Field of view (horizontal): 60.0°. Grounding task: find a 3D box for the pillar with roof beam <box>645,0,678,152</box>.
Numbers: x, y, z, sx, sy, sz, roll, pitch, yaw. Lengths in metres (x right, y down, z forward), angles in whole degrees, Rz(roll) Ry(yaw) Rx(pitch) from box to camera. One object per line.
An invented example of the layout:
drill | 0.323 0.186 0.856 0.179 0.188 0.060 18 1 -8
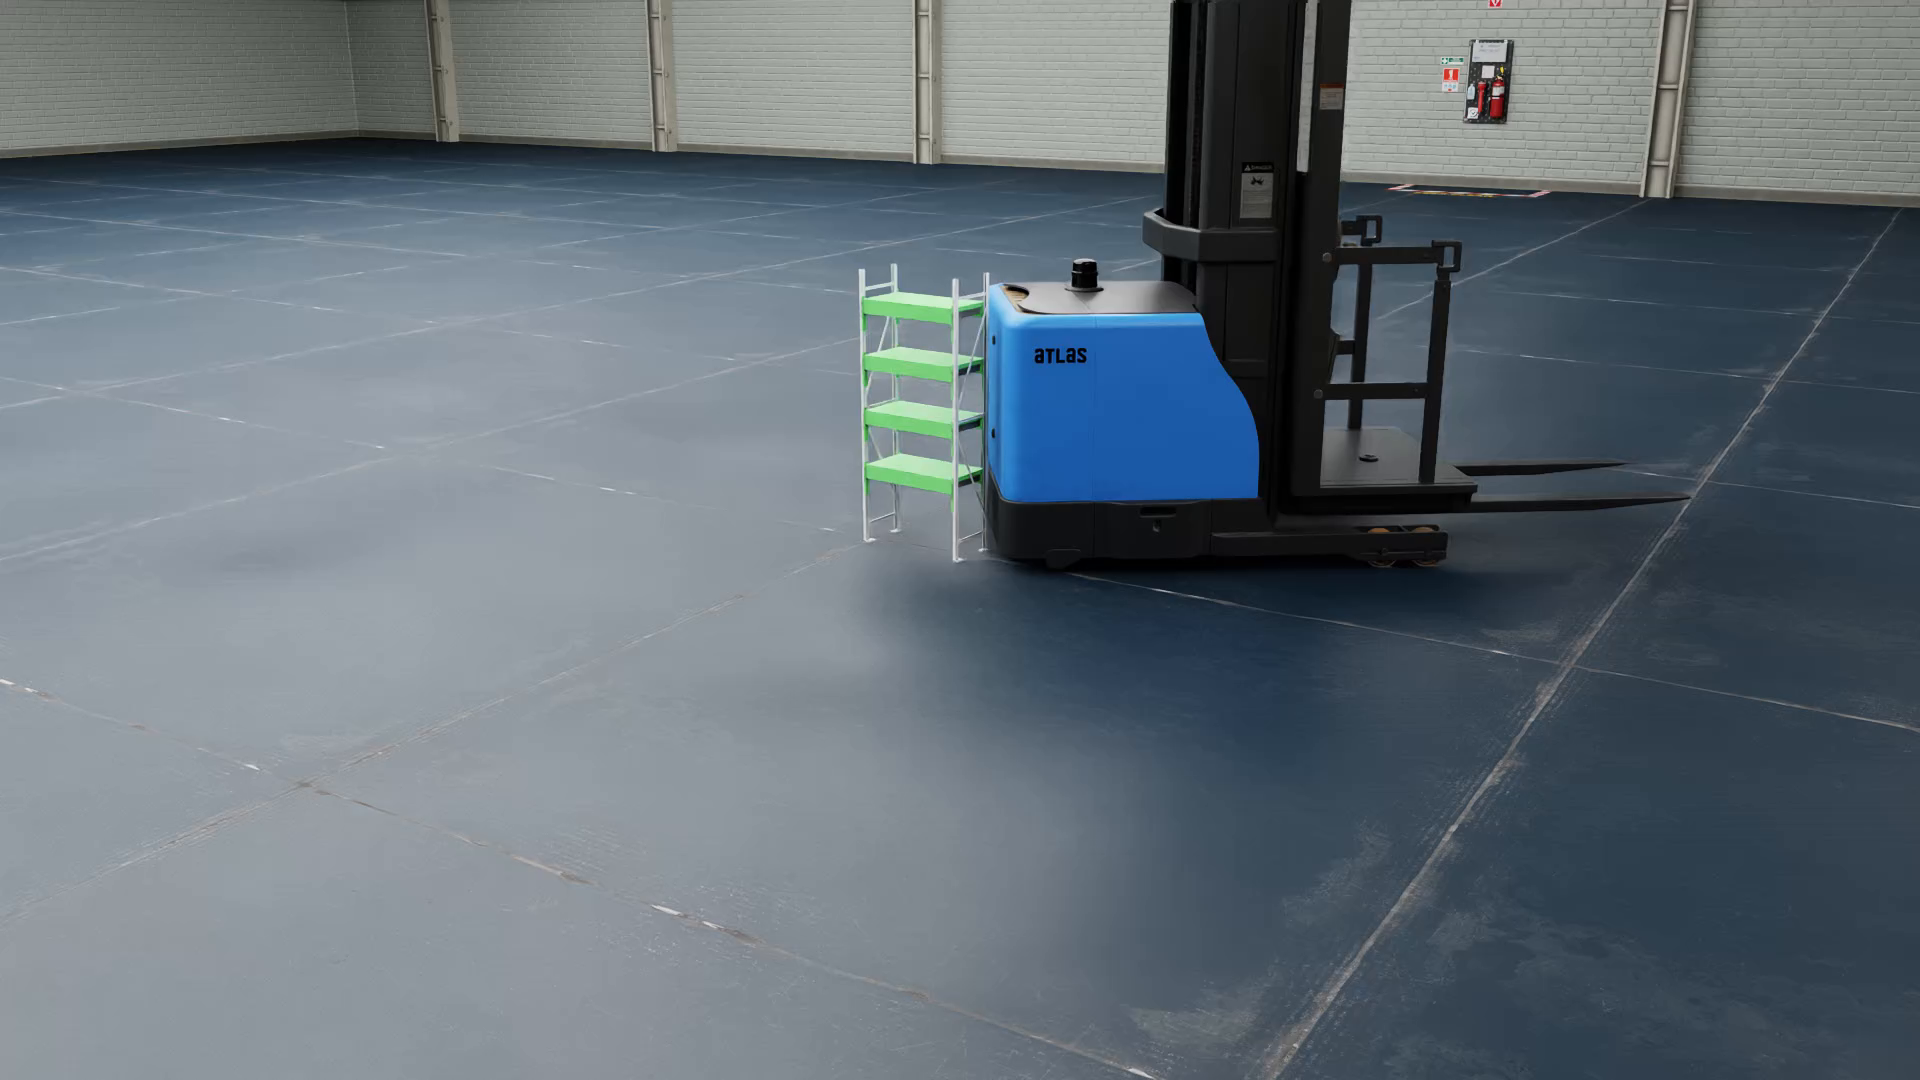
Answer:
pillar with roof beam | -7.934 -10.739 27.253 0.400 9.000 9.100 10 20 30

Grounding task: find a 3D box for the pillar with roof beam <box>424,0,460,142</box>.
pillar with roof beam | -13.047 -11.652 30.257 0.400 9.000 9.100 10 20 30

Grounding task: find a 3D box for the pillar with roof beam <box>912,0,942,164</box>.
pillar with roof beam | -2.822 -9.826 24.248 0.400 9.000 9.100 10 20 30

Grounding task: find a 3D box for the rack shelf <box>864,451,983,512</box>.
rack shelf | -0.151 -0.258 7.211 0.480 0.148 0.258 12 21 34

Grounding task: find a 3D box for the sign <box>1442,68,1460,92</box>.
sign | 7.154 -6.709 24.245 0.234 0.329 0.001 10 20 30

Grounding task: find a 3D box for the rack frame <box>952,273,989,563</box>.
rack frame | 0.046 -0.507 6.985 0.015 1.200 0.240 12 21 34

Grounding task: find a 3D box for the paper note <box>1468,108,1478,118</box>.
paper note | 7.456 -6.205 24.163 0.142 0.148 0.016 10 20 30

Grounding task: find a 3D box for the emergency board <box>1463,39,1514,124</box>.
emergency board | 7.571 -6.582 23.890 0.643 1.169 0.194 10 20 30

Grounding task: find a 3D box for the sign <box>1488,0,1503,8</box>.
sign | 7.616 -7.717 23.638 0.199 0.298 0.001 10 20 30

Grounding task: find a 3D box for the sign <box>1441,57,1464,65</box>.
sign | 7.153 -6.960 24.159 0.331 0.109 0.001 10 20 30

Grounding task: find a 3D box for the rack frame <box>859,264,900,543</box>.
rack frame | -0.348 -0.591 7.261 0.015 1.200 0.240 12 21 34

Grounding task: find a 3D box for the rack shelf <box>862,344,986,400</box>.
rack shelf | -0.151 -0.717 7.072 0.480 0.148 0.258 12 21 34

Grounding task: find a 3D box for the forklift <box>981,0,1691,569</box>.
forklift | 1.643 -1.437 7.068 3.031 2.935 1.130 -1 17 -4

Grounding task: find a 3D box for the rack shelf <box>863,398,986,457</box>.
rack shelf | -0.151 -0.488 7.142 0.480 0.148 0.258 12 21 34

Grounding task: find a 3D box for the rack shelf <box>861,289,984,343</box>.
rack shelf | -0.151 -0.947 7.002 0.480 0.148 0.258 12 21 34

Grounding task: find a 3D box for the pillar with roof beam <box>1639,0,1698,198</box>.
pillar with roof beam | 7.404 -8.001 18.239 0.400 9.000 9.100 10 20 30

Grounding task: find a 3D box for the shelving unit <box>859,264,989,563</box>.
shelving unit | -0.151 -0.549 7.123 0.503 1.200 0.258 12 21 34
